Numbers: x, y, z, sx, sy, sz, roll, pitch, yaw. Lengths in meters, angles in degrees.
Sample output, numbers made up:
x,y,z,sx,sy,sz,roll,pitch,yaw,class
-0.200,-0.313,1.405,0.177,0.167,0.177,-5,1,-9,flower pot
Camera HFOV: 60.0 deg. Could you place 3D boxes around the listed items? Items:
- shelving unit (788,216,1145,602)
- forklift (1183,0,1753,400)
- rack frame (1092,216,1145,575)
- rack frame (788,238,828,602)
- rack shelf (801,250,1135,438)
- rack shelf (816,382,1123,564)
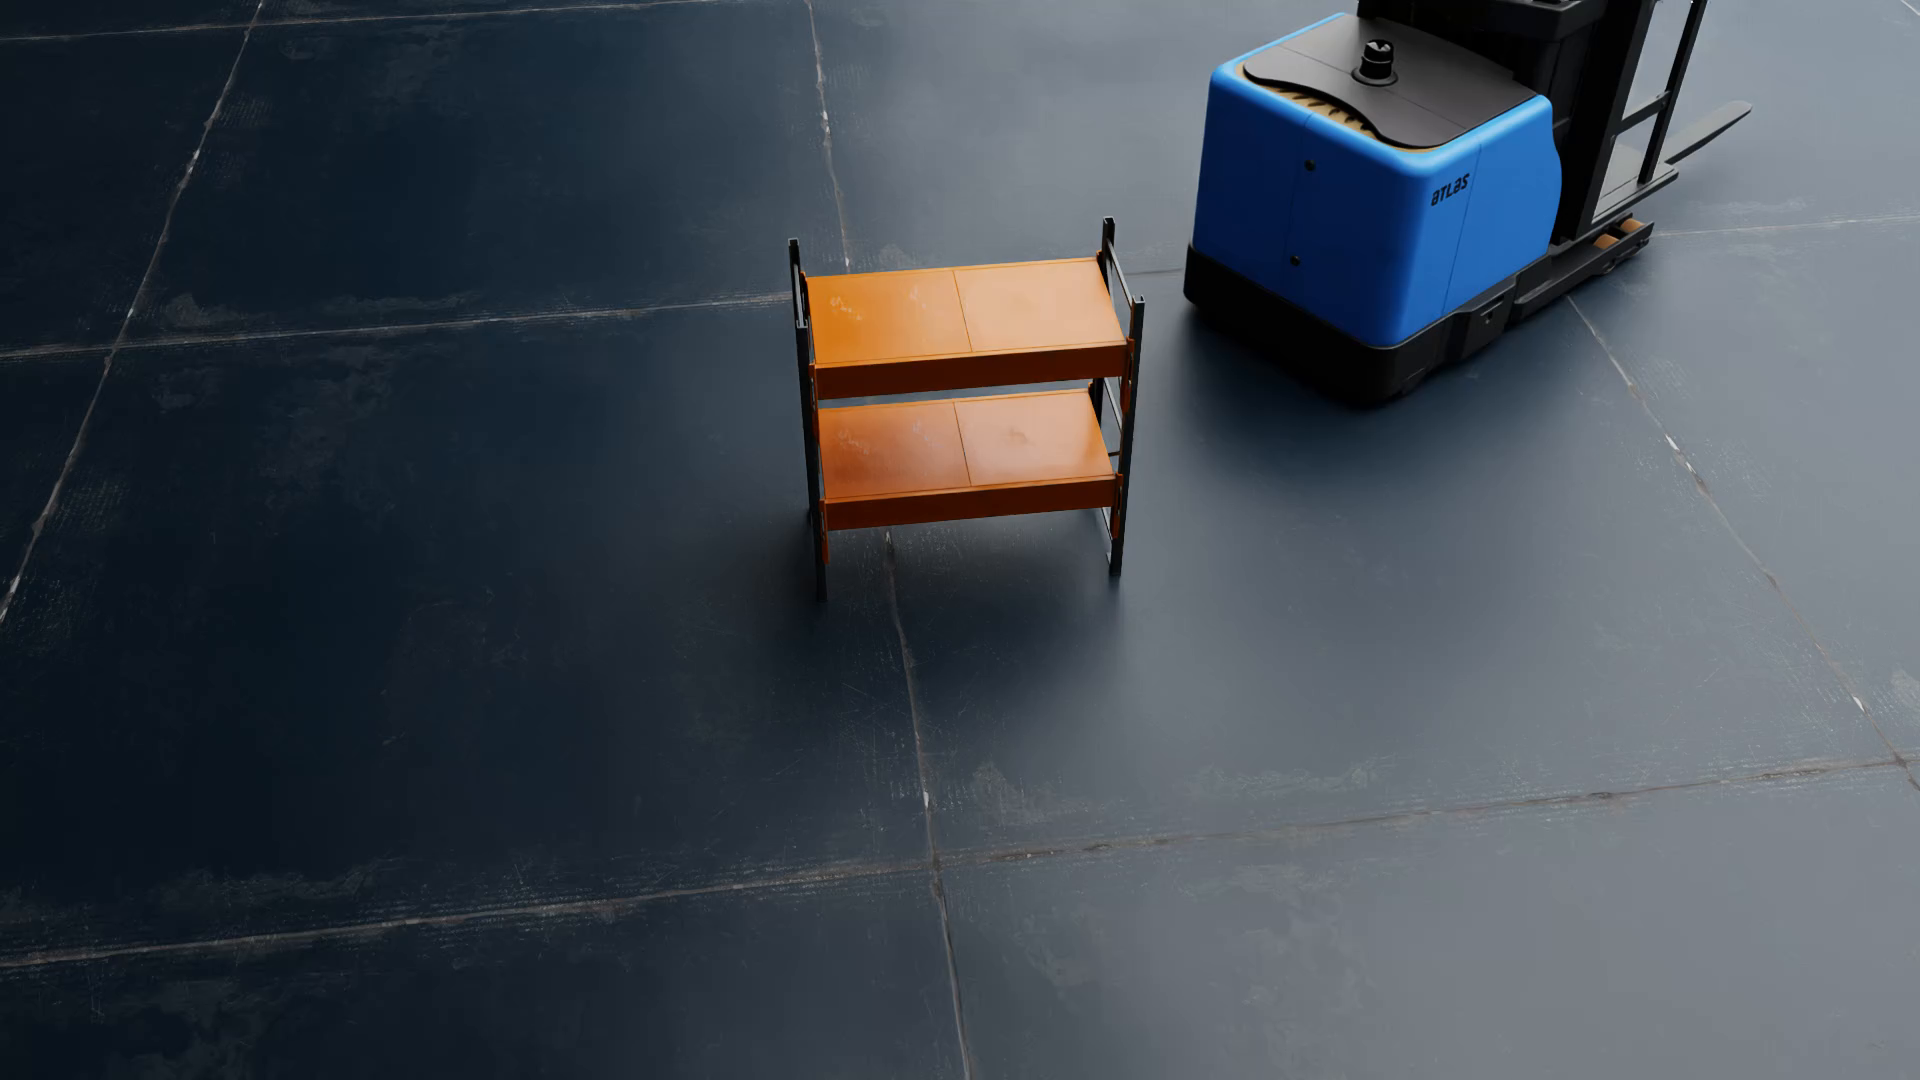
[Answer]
x,y,z,sx,sy,sz,roll,pitch,yaw,class
0.007,-0.418,5.518,1.048,1.125,0.538,-5,42,-6,shelving unit
2.373,-2.473,6.447,3.031,2.935,1.130,-30,50,-29,forklift
0.511,-0.462,5.566,0.032,1.125,0.500,-5,42,-6,rack frame
-0.497,-0.374,5.469,0.032,1.125,0.500,-5,42,-6,rack frame
0.007,-0.636,5.322,1.000,0.278,0.538,-5,42,-6,rack shelf
0.007,-0.237,5.681,1.000,0.278,0.538,-5,42,-6,rack shelf
